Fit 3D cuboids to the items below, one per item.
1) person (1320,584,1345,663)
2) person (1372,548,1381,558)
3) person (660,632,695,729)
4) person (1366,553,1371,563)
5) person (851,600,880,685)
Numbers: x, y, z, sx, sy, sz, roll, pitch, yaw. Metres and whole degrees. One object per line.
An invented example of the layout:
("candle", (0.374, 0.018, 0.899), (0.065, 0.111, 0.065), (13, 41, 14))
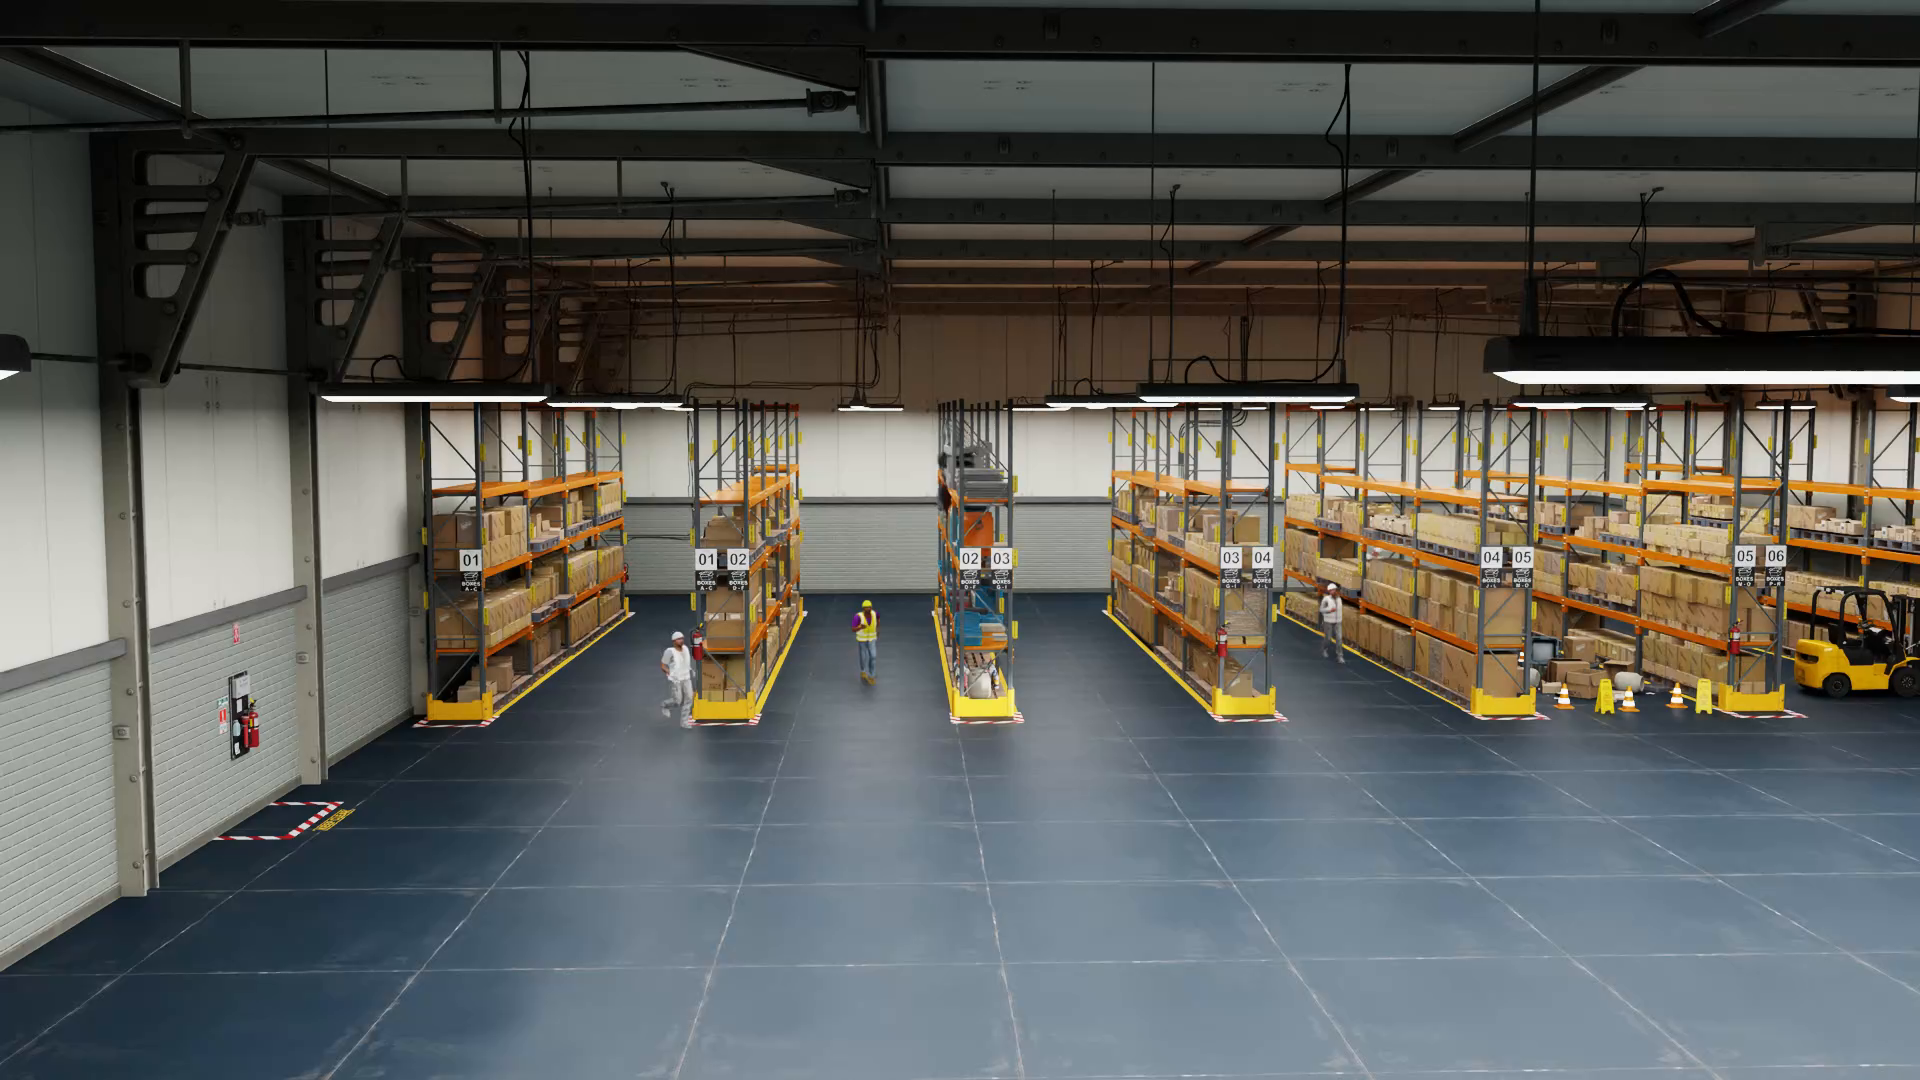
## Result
("person", (8.602, 1.901, 38.394), (0.653, 1.793, 0.902), (-1, 4, -12))
("person", (12.298, 1.106, 49.184), (0.910, 1.765, 0.672), (-1, 4, -11))
("person", (-5.158, 2.549, 30.391), (0.780, 1.759, 0.689), (4, 6, 43))
("person", (11.585, 1.267, 47.319), (0.711, 1.777, 0.796), (-2, 5, -21))
("person", (-1.992, 2.178, 35.338), (0.675, 1.827, 0.863), (-1, 4, -13))
